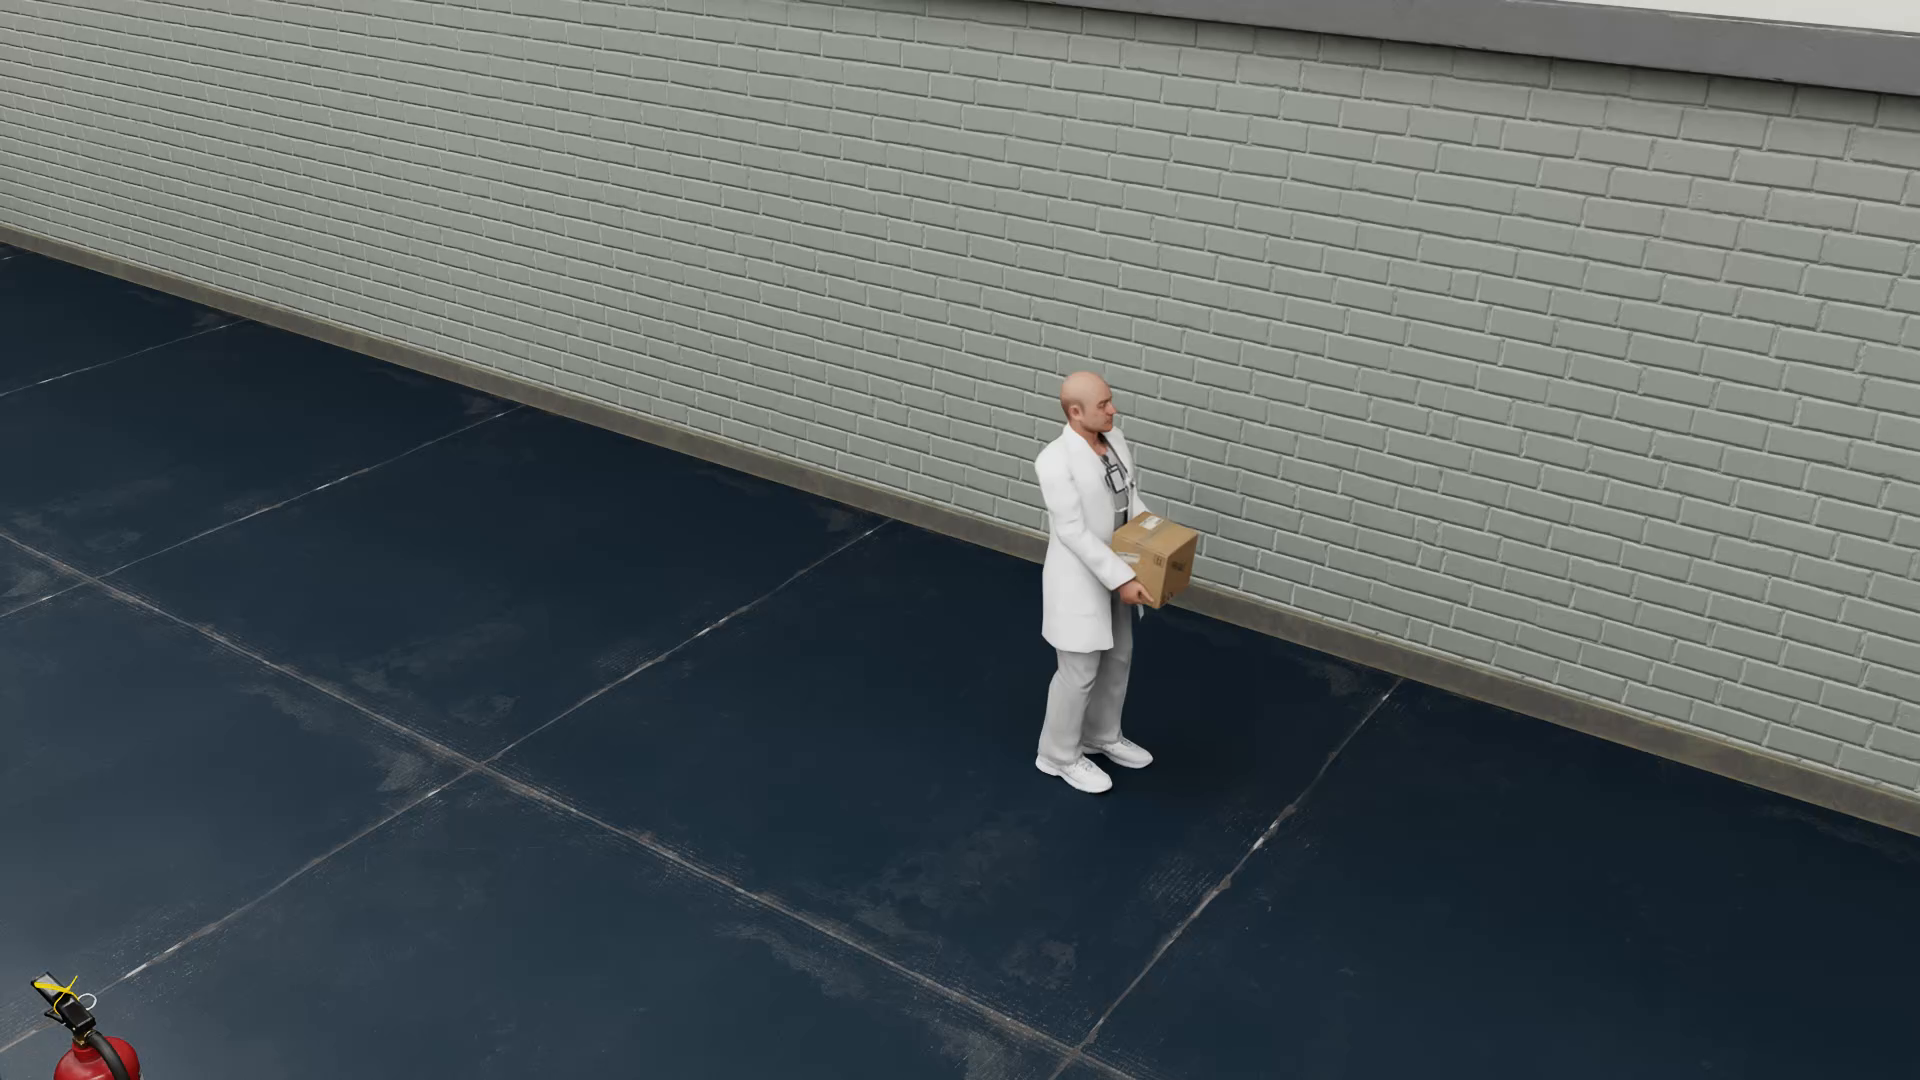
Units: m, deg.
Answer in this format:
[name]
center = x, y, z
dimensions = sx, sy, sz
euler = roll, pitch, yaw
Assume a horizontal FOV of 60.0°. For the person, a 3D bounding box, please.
[person]
center = 0.613, 0.189, 6.762
dimensions = 0.550, 1.774, 0.529
euler = 18, 32, 31
